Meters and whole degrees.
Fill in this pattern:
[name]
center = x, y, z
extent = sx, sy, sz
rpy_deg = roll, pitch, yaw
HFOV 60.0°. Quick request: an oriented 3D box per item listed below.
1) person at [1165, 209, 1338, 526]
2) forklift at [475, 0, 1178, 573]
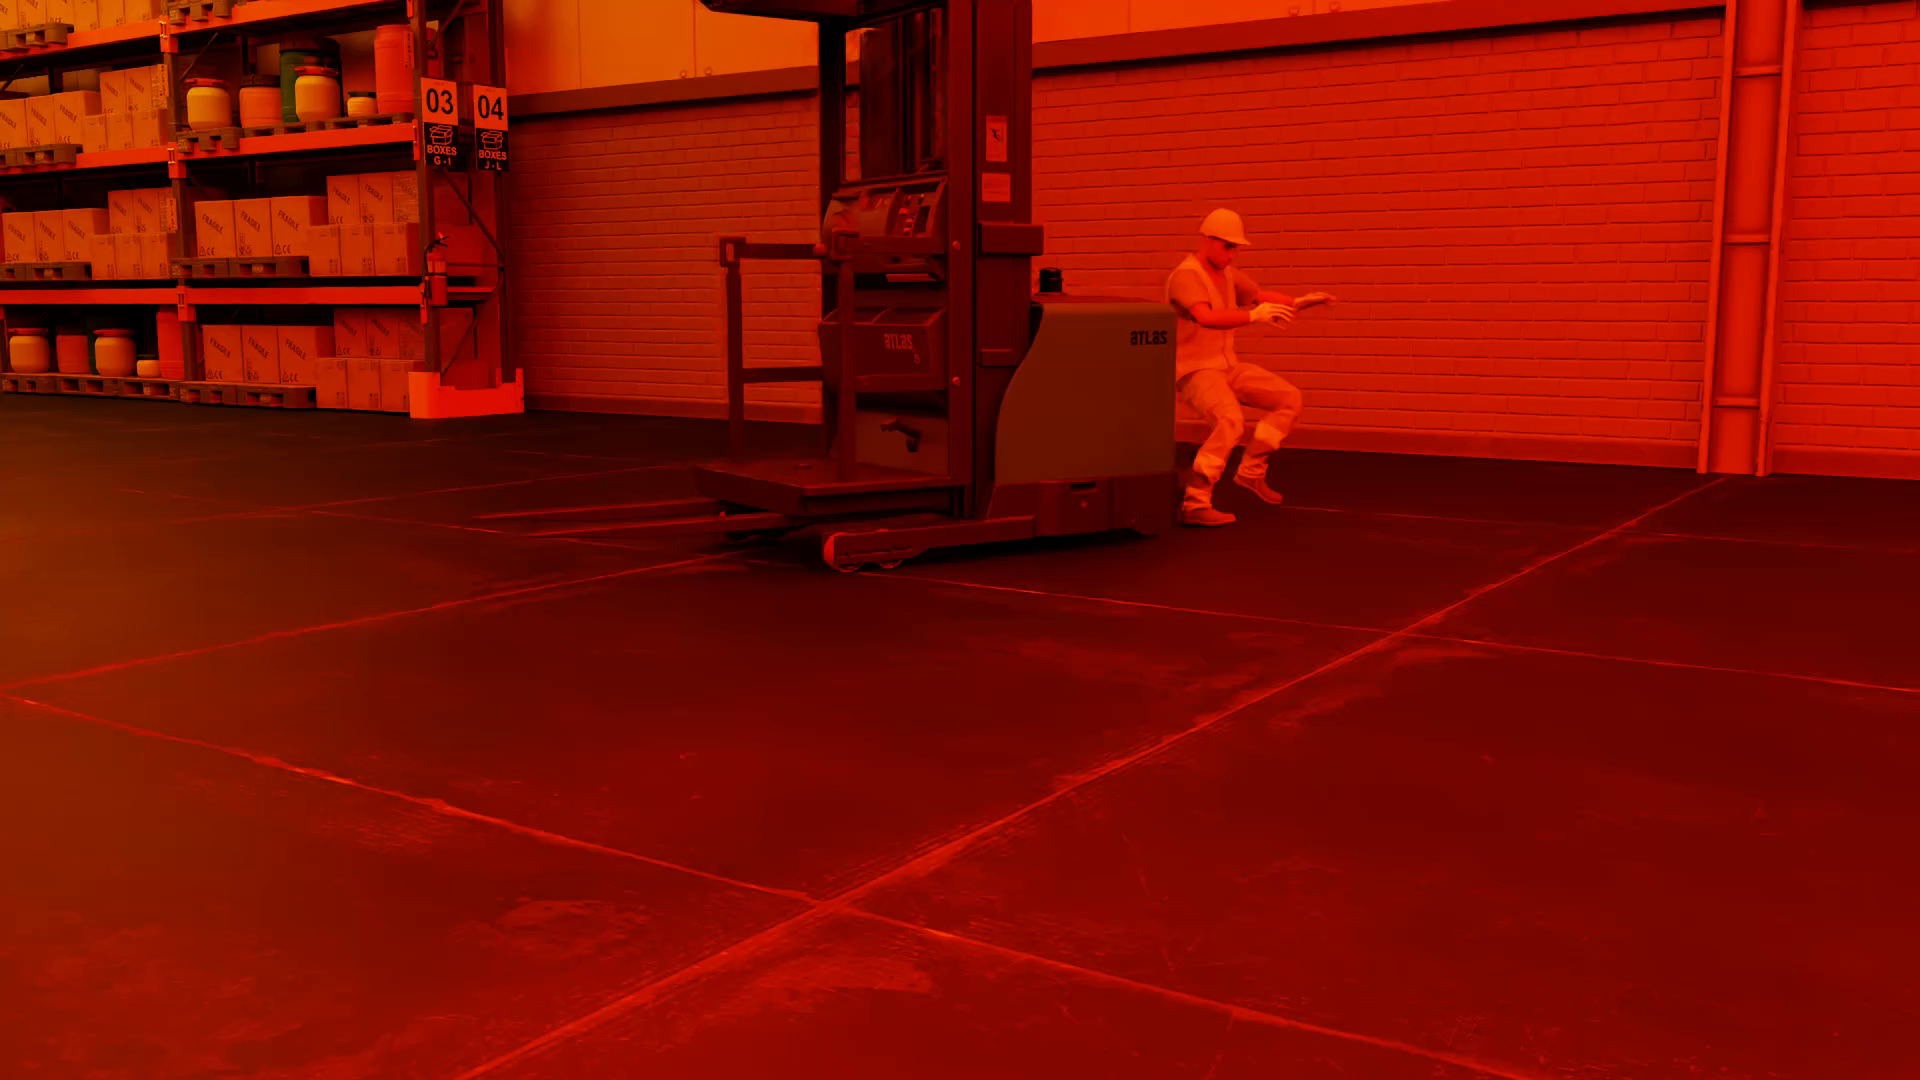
[person]
center = 1.392, -0.879, 8.335
extent = 0.761, 1.541, 0.980
rpy_deg = 7, 10, 39
[forklift]
center = -0.507, -1.403, 7.061
extent = 3.031, 2.935, 1.130
rpy_deg = -5, 10, -33
